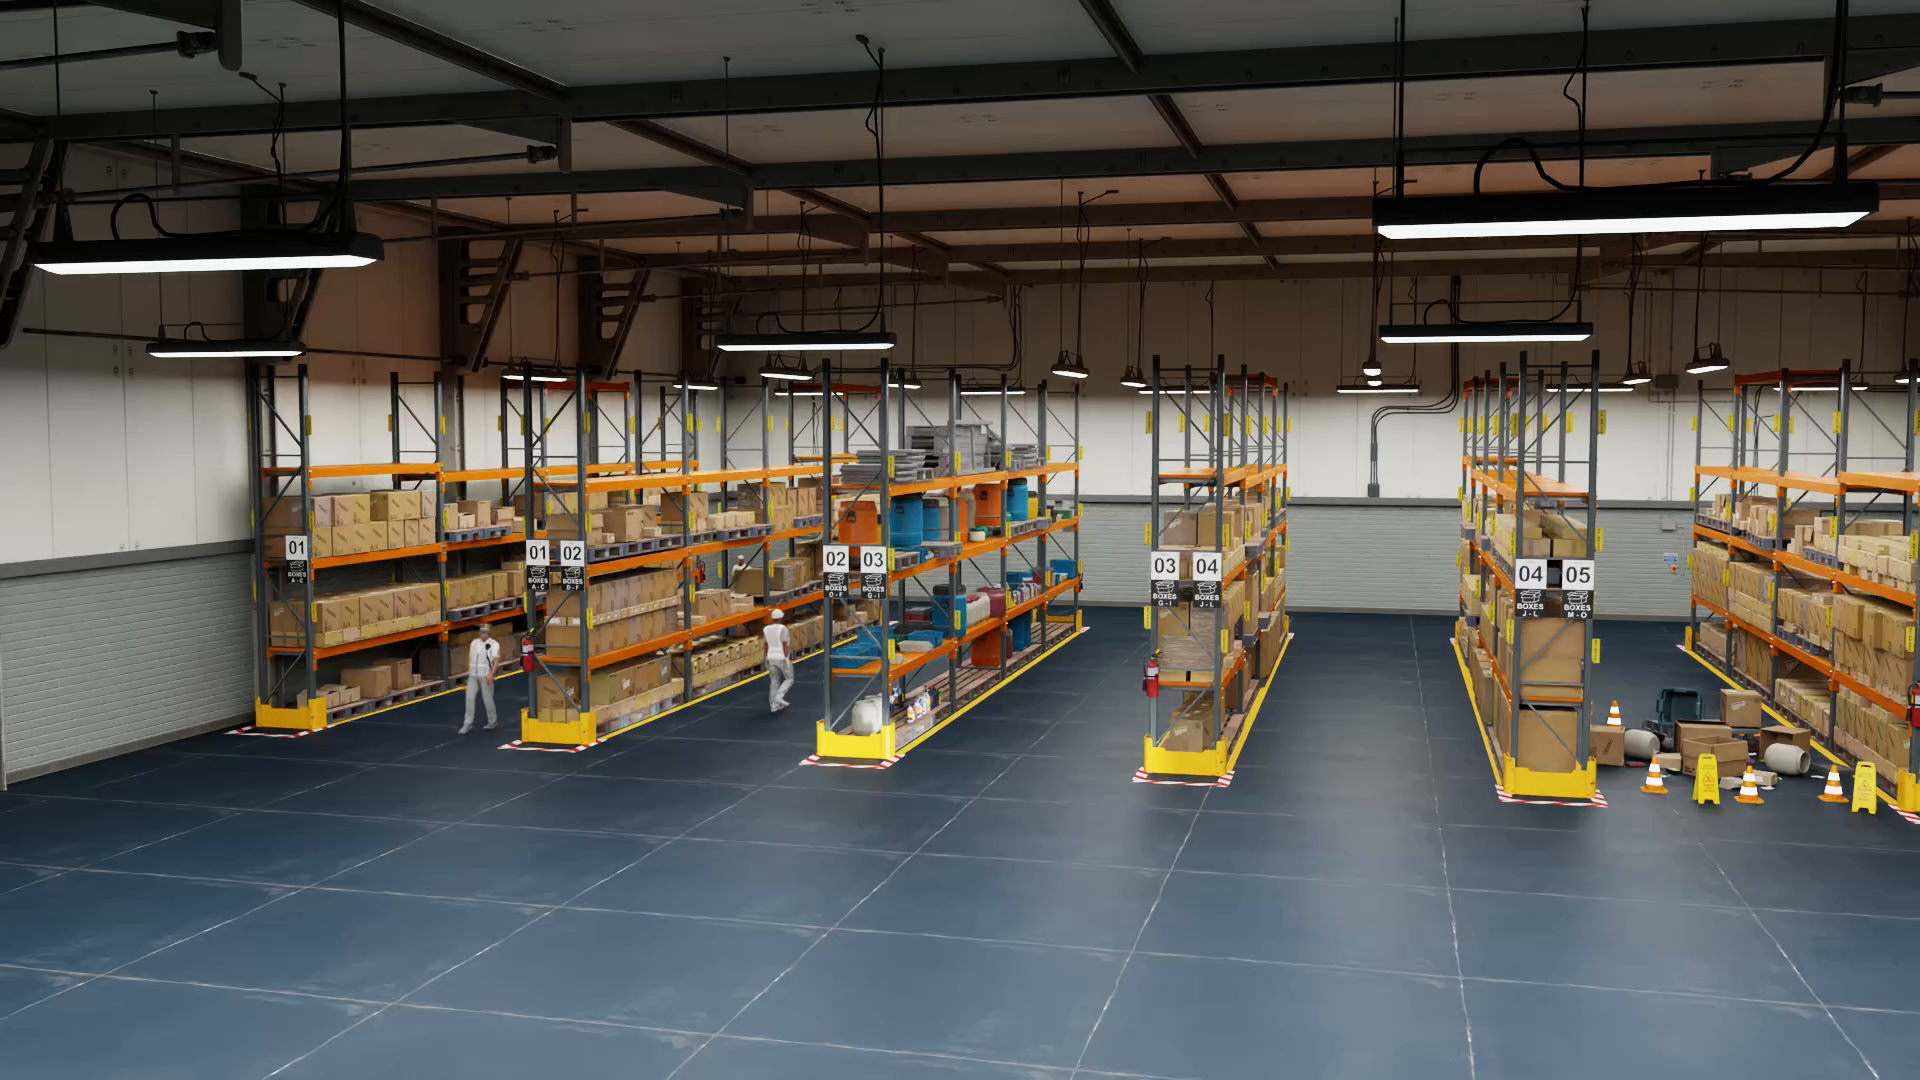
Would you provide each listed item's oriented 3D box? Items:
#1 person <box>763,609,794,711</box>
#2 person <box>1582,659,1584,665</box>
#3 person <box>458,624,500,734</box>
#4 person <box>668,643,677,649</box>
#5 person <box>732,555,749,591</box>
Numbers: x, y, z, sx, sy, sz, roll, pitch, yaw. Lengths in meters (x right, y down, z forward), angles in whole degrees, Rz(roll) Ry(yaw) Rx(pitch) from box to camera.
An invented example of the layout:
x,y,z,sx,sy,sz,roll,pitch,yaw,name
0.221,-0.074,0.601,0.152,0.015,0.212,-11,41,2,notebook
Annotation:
x,y,z,sx,sy,sz,roll,pitch,yaw,name
-3.216,2.099,29.157,0.592,1.774,0.496,2,4,27,person
12.729,1.860,34.412,0.462,1.551,0.480,1,4,13,person
-7.886,2.264,27.232,0.565,1.767,0.732,1,4,9,person
-5.948,1.761,34.231,0.524,1.735,0.962,0,4,5,person
-5.671,1.197,43.235,0.544,1.604,1.016,0,4,-1,person
